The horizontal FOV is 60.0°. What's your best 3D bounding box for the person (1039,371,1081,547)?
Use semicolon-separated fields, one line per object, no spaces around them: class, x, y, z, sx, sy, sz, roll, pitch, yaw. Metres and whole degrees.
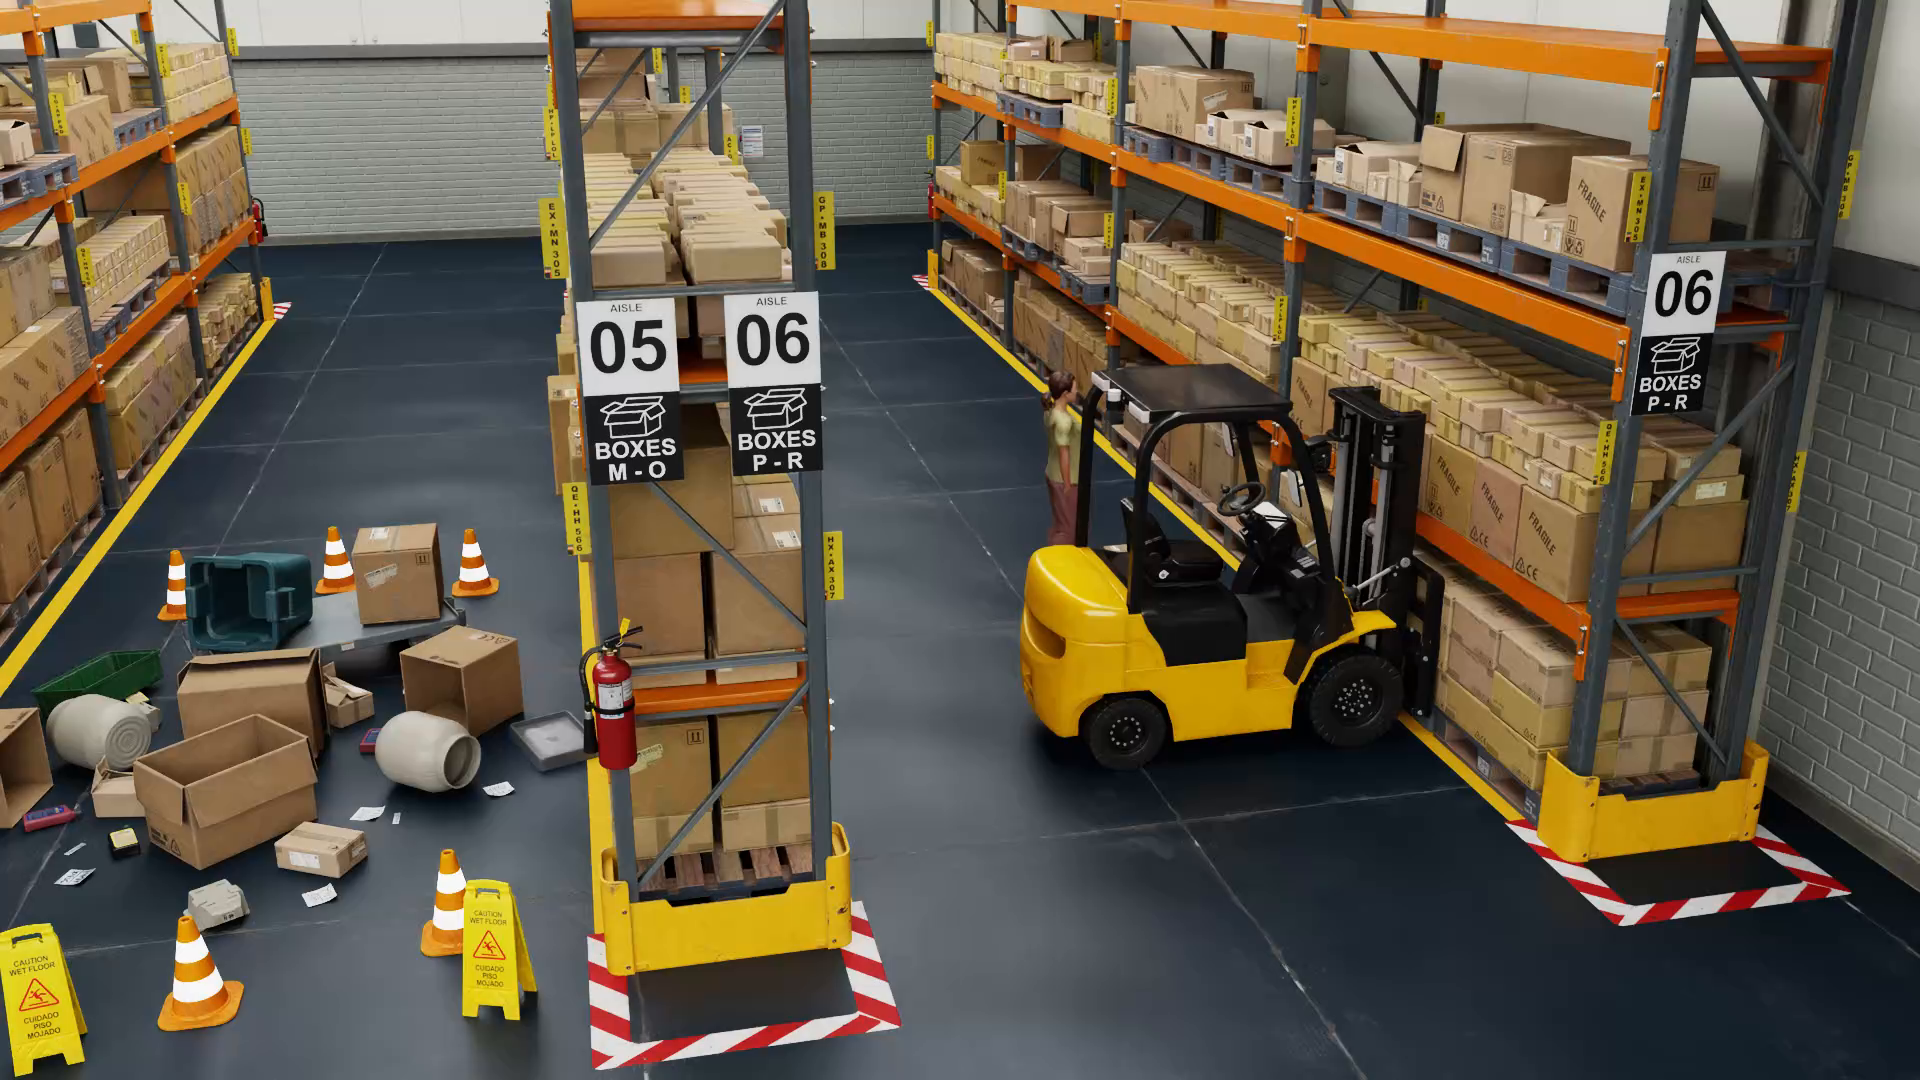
person;0.756;-0.427;12.311;0.373;1.689;0.443;-4;20;-11
